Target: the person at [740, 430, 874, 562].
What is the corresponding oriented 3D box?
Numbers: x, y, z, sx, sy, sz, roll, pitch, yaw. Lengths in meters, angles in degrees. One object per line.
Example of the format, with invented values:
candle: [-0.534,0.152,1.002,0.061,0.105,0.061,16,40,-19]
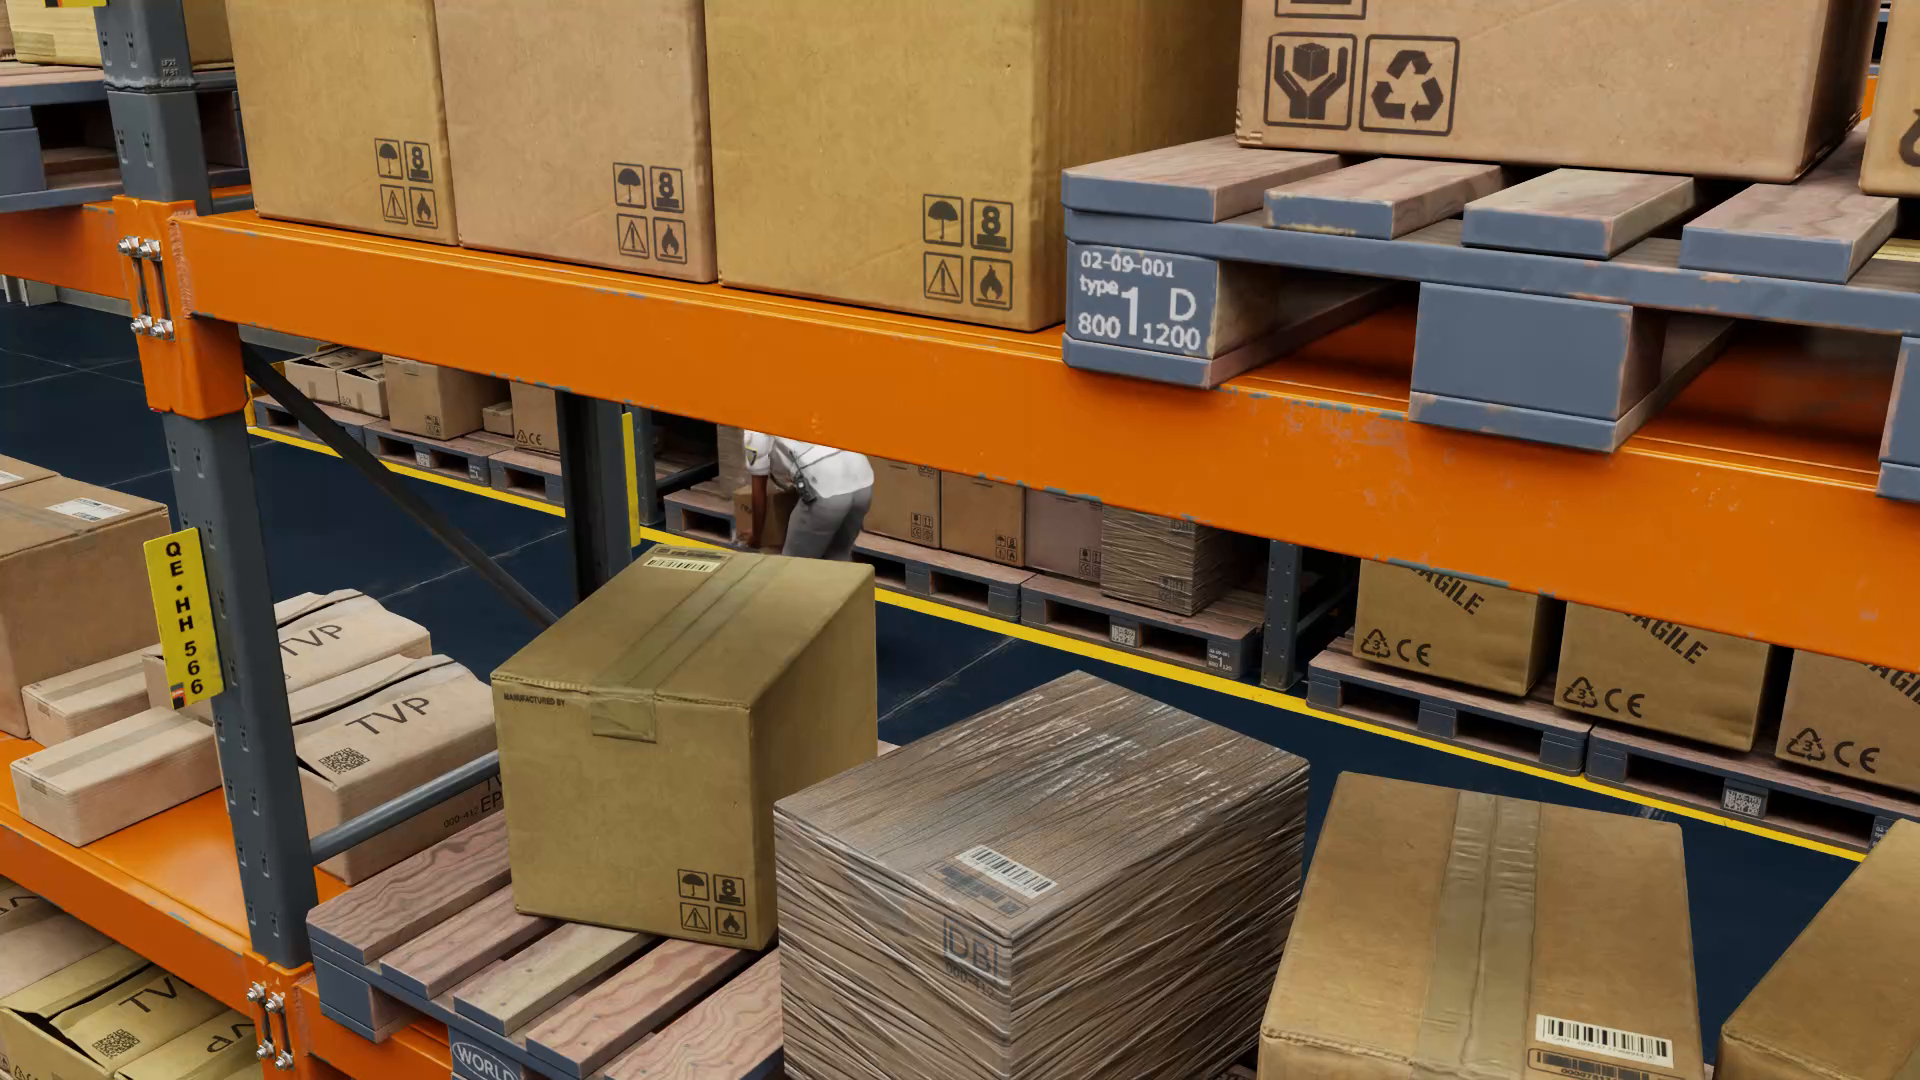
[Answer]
person: [-0.794,-0.137,7.834,0.831,1.411,0.412,12,23,31]
